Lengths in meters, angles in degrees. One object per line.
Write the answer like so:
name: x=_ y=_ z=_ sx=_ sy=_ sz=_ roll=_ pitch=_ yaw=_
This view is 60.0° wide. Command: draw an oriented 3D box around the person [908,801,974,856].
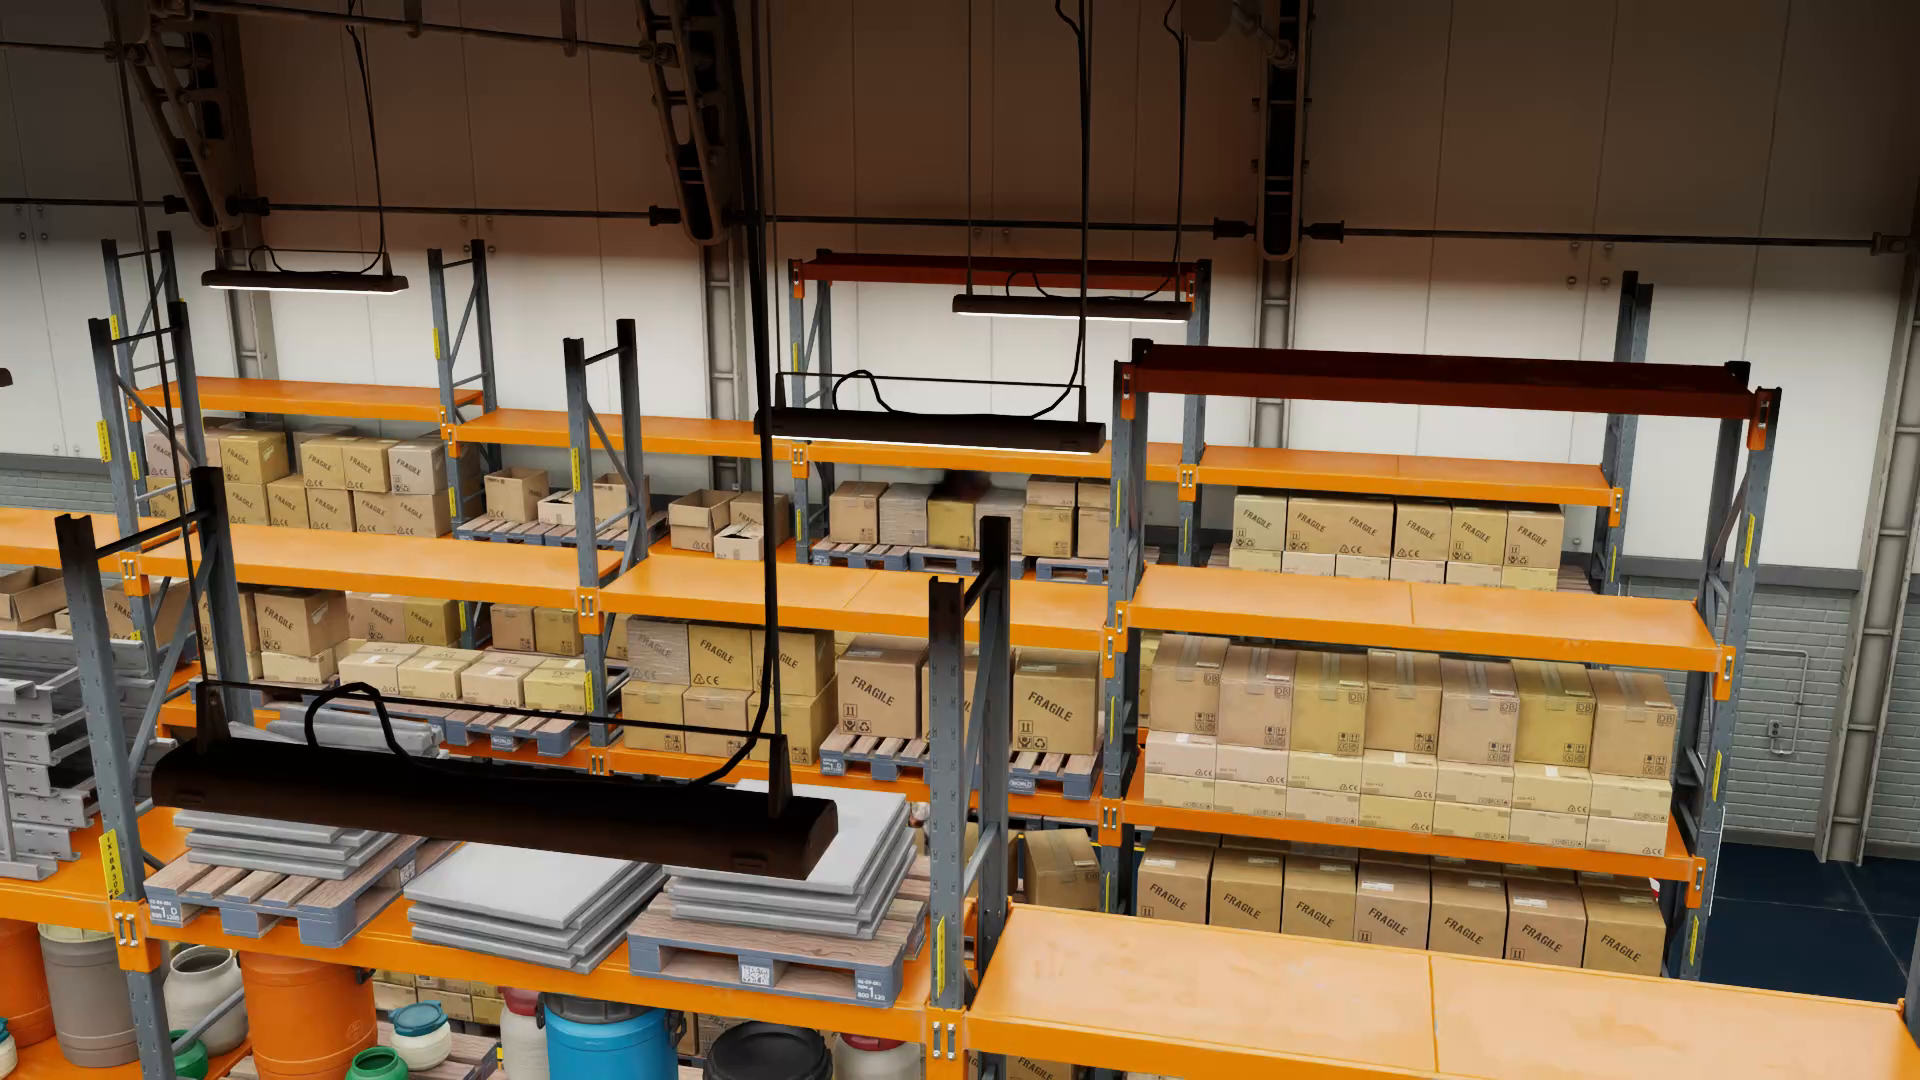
person: x=-0.275 y=2.778 z=15.399 sx=1.028 sy=1.615 sz=0.554 roll=4 pitch=17 yaw=13
